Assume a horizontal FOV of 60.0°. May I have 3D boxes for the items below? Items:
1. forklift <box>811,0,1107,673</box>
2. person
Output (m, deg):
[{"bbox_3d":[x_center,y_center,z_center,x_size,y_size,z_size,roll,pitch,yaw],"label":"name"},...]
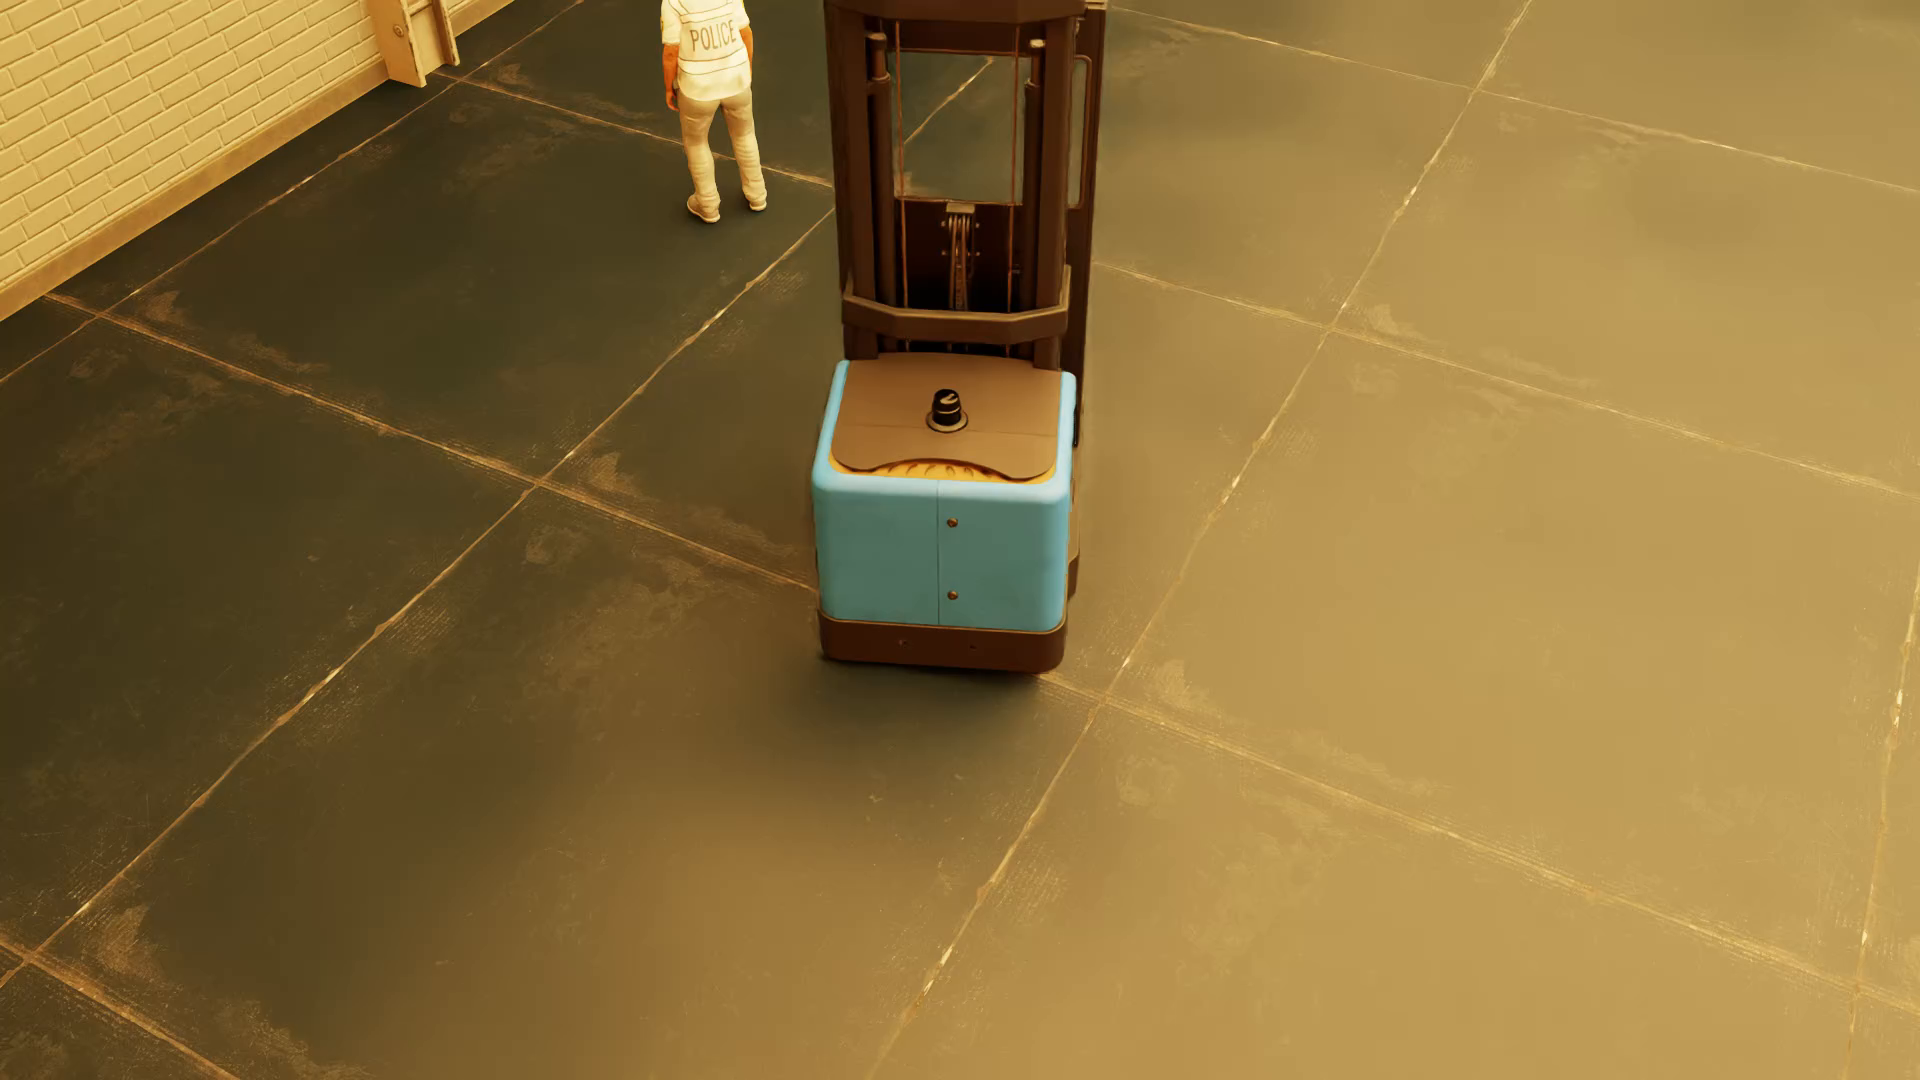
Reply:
[{"bbox_3d":[0.041,-1.508,7.255,1.130,2.935,3.031,3,43,4],"label":"forklift"},{"bbox_3d":[-1.391,-2.578,9.314,0.564,1.666,0.467,-20,47,-20],"label":"person"}]
